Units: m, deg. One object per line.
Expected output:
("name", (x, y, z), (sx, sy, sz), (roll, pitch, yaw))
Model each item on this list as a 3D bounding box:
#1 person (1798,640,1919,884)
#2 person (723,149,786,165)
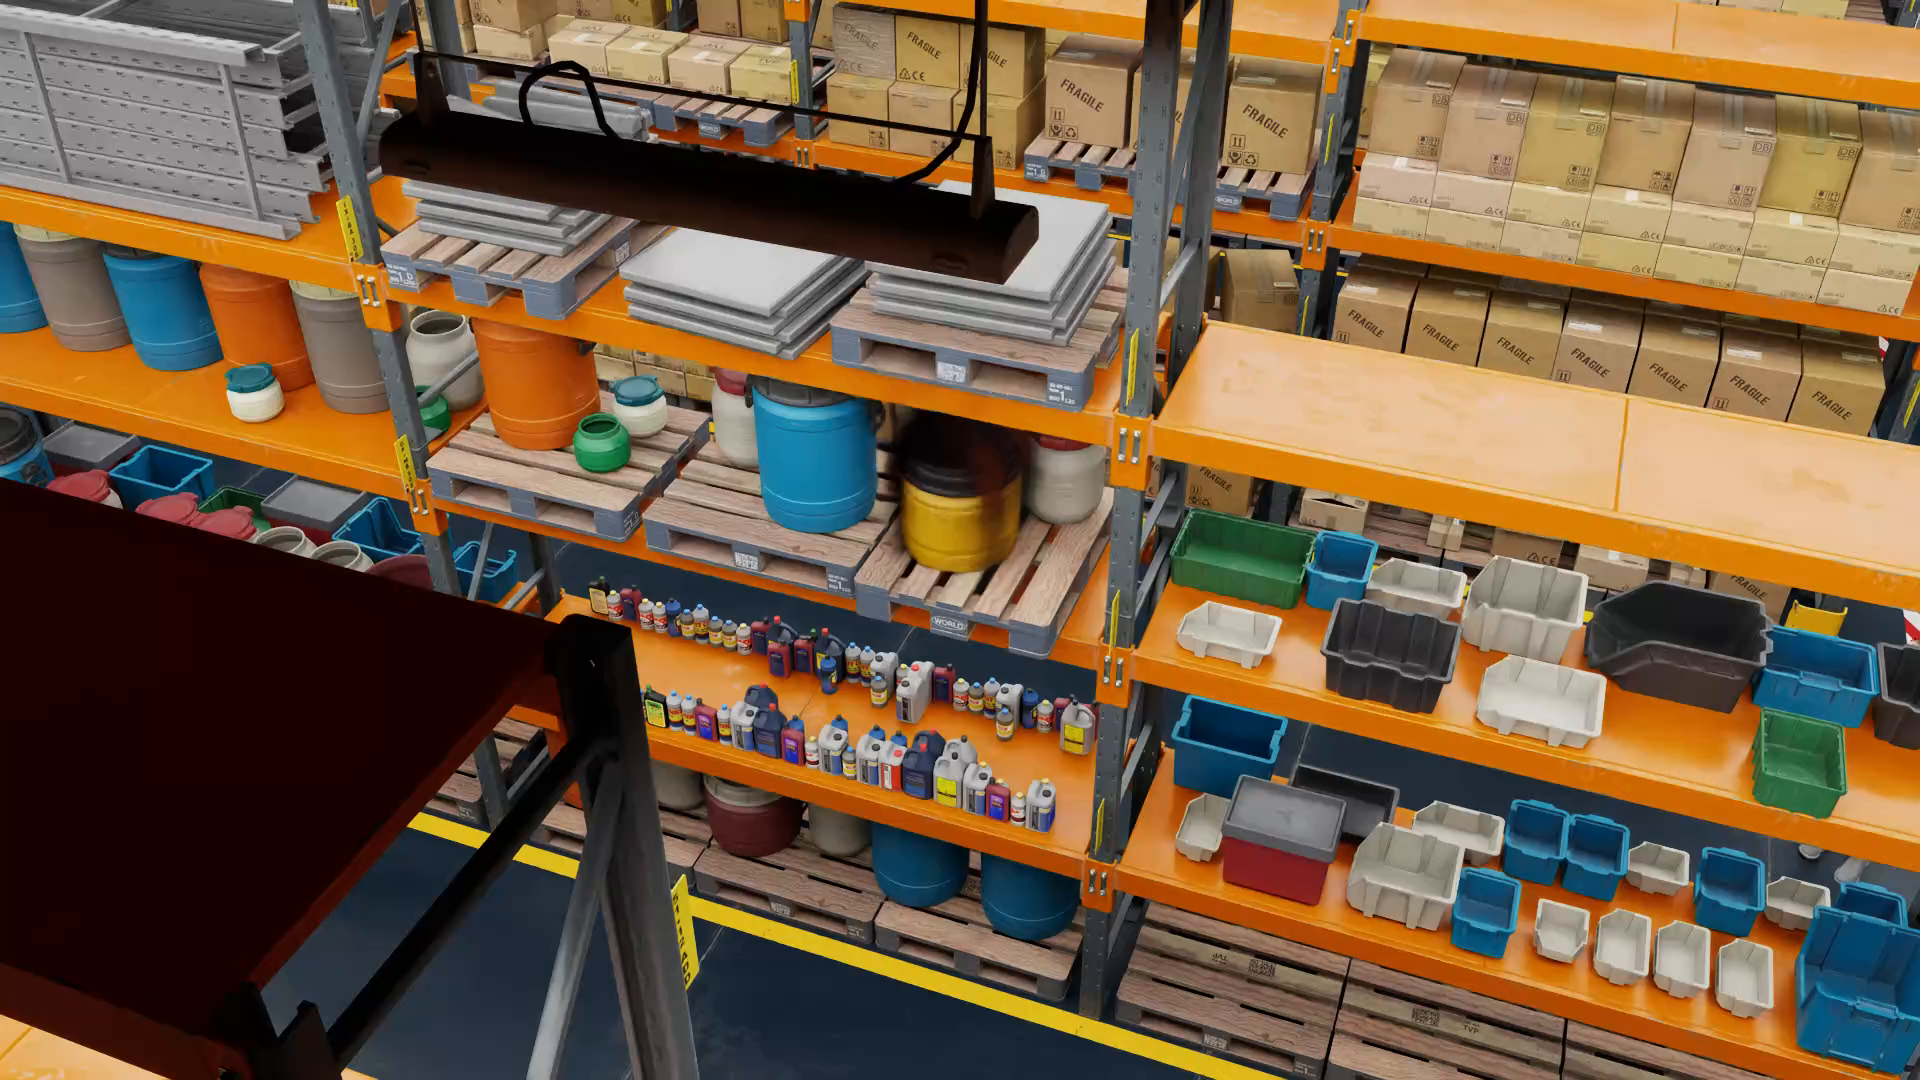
("person", (5.590, 1.312, 10.193), (0.396, 1.749, 0.568), (-22, 42, -27))
("person", (-2.164, -4.044, 17.413), (0.670, 1.815, 0.457), (19, 40, 23))
